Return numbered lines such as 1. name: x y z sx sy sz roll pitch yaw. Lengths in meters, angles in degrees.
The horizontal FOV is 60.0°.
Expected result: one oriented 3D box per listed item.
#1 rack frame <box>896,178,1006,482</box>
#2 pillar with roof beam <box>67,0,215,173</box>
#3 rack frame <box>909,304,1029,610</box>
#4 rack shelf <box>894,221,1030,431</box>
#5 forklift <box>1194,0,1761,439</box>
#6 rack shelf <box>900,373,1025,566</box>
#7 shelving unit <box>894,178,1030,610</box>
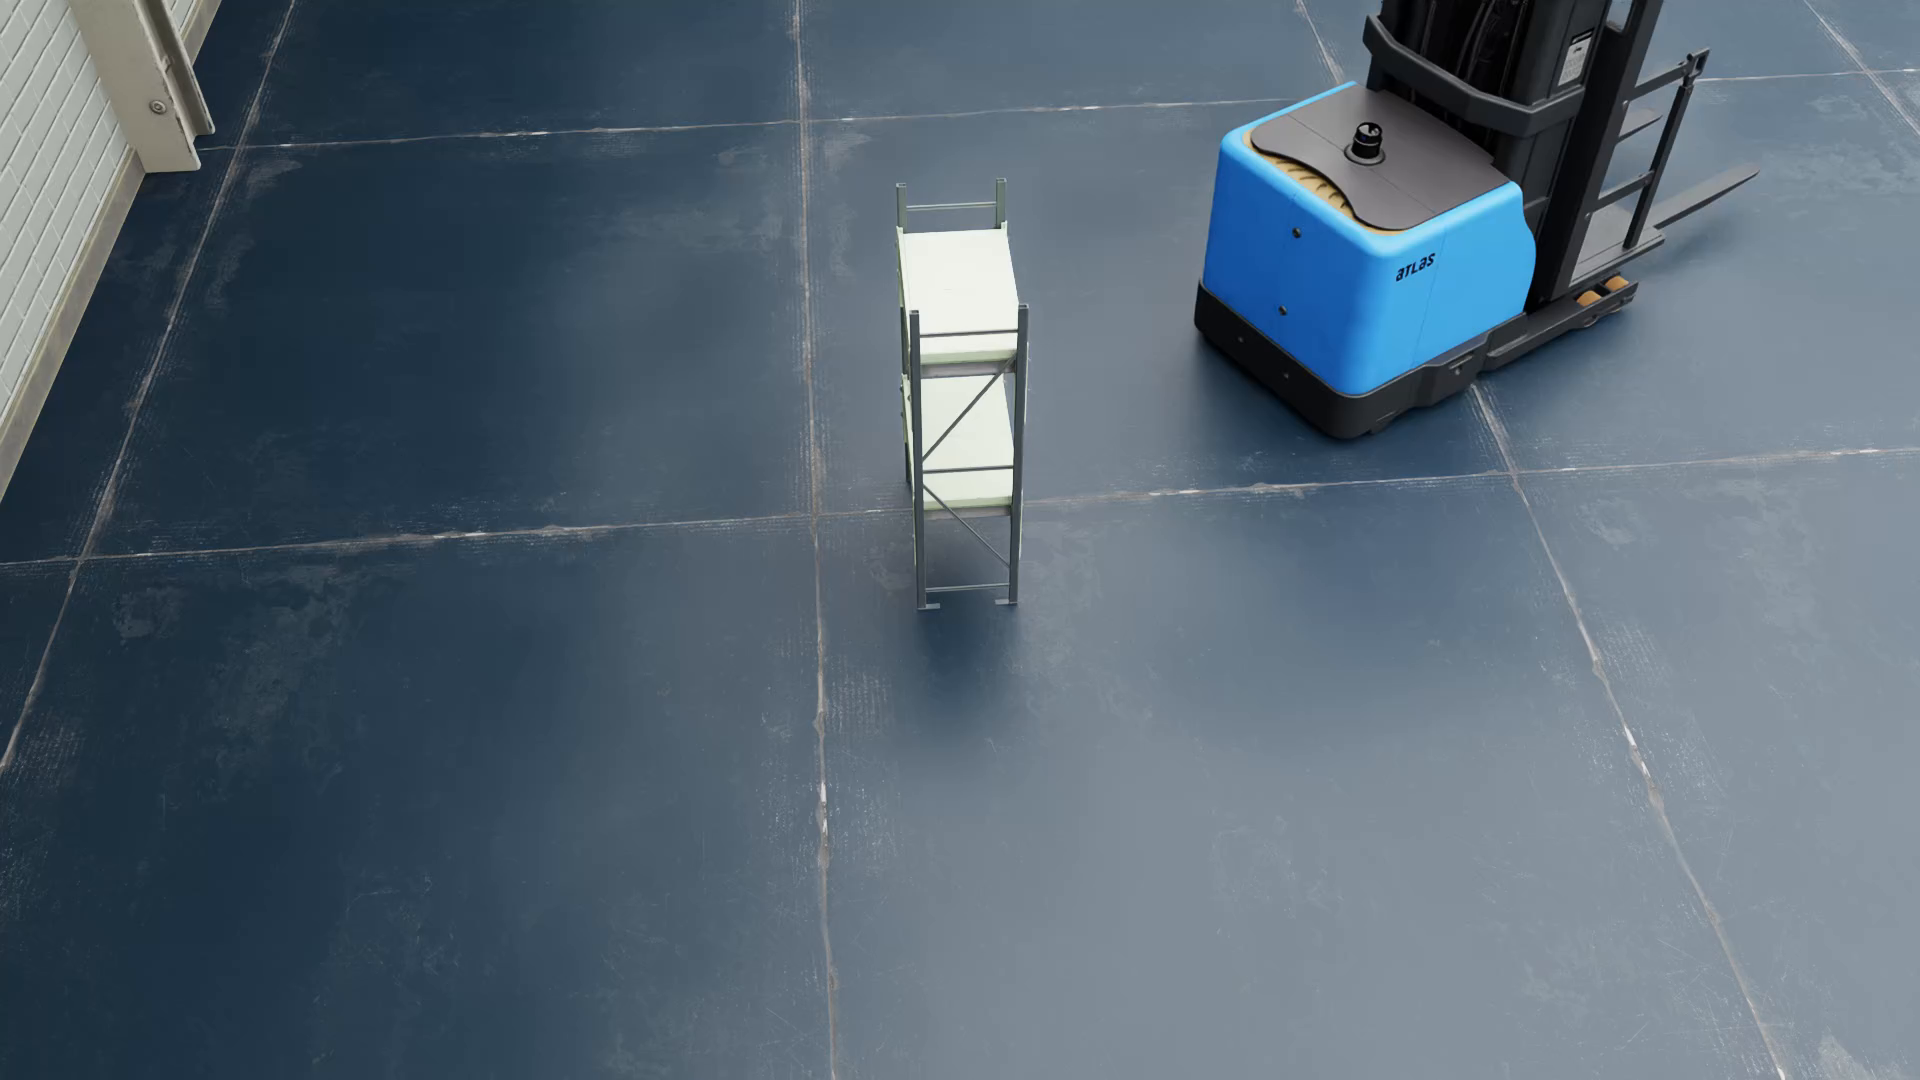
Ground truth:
1. rack frame: -0.031 -0.785 6.597 0.400 1.500 0.023 -3 47 -3
2. pillar with roof beam: 0.125 -5.431 5.833 9.100 9.000 0.400 -3 47 -3
3. rack frame: 0.030 -0.256 6.096 0.400 1.500 0.023 -3 47 -3
4. rack shelf: -0.001 -0.789 6.063 0.431 0.370 0.720 -3 47 -3
5. forklift: 2.592 -2.303 7.049 3.031 2.935 1.130 -27 52 -23
6. rack shelf: -0.001 -0.296 6.583 0.431 0.370 0.720 -3 47 -3
7. shelving unit: -0.001 -0.521 6.347 0.431 1.500 0.755 -3 47 -3
